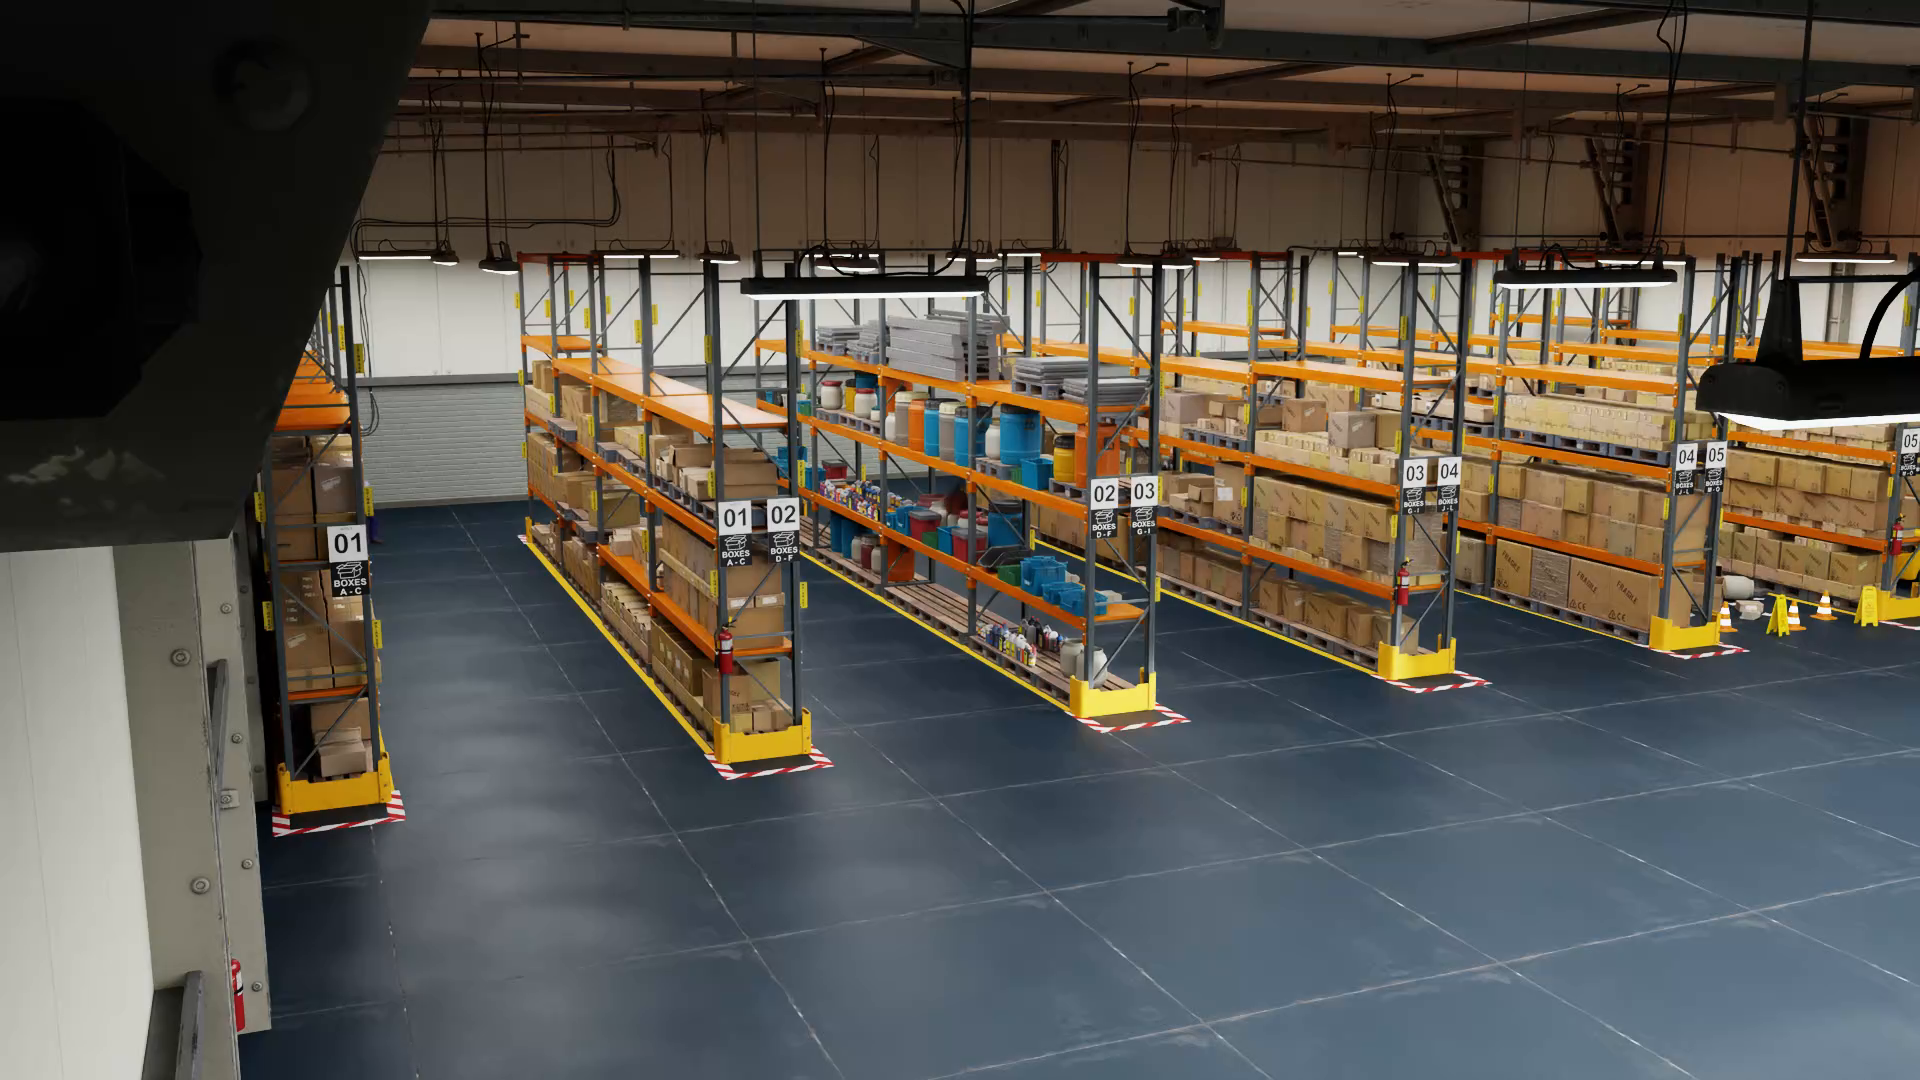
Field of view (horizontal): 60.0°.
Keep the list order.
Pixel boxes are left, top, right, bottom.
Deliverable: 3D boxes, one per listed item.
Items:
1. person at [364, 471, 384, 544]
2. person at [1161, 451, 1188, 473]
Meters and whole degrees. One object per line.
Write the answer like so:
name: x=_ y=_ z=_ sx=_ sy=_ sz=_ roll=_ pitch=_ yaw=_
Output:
person: x=-12.322 y=-0.697 z=34.265 sx=0.701 sy=1.619 sz=0.501 roll=2 pitch=11 yaw=11
person: x=4.742 y=-1.156 z=36.736 sx=0.536 sy=1.700 sz=0.992 roll=-4 pitch=11 yaw=-22
